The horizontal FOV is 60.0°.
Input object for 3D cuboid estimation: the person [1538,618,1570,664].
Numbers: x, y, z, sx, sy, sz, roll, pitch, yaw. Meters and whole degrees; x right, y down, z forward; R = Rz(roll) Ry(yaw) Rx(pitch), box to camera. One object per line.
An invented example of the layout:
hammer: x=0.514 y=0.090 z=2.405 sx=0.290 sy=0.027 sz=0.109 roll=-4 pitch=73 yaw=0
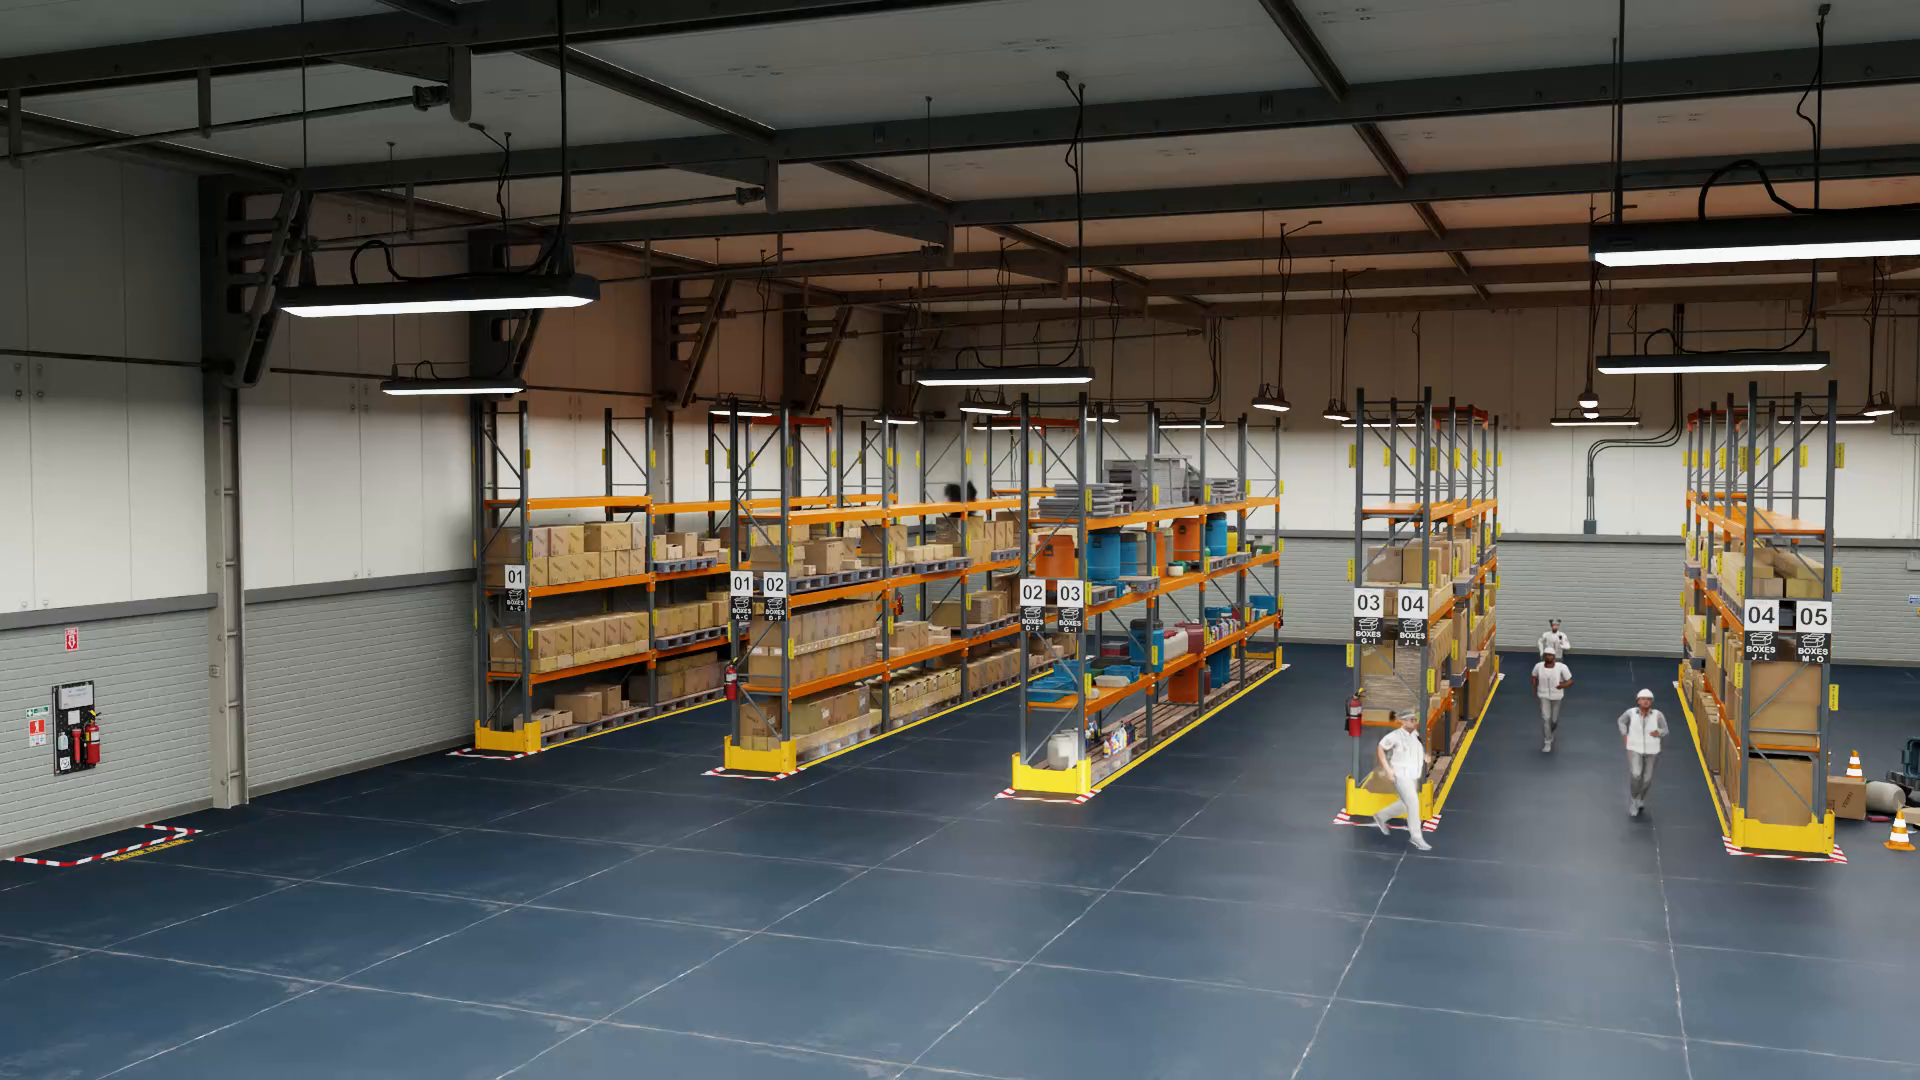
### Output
person: x=12.274 y=2.464 z=34.343 sx=0.600 sy=1.709 sz=0.873 roll=1 pitch=3 yaw=14

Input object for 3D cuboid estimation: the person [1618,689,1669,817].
person: x=9.634 y=2.989 z=23.436 sx=0.640 sy=1.799 sz=0.787 roll=1 pitch=3 yaw=14

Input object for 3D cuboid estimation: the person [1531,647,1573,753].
person: x=10.193 y=2.727 z=28.663 sx=0.685 sy=1.775 sz=0.900 roll=1 pitch=3 yaw=22

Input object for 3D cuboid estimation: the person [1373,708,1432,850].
person: x=5.788 y=3.072 z=21.638 sx=0.696 sy=1.792 sz=0.910 roll=-3 pitch=4 yaw=-44
